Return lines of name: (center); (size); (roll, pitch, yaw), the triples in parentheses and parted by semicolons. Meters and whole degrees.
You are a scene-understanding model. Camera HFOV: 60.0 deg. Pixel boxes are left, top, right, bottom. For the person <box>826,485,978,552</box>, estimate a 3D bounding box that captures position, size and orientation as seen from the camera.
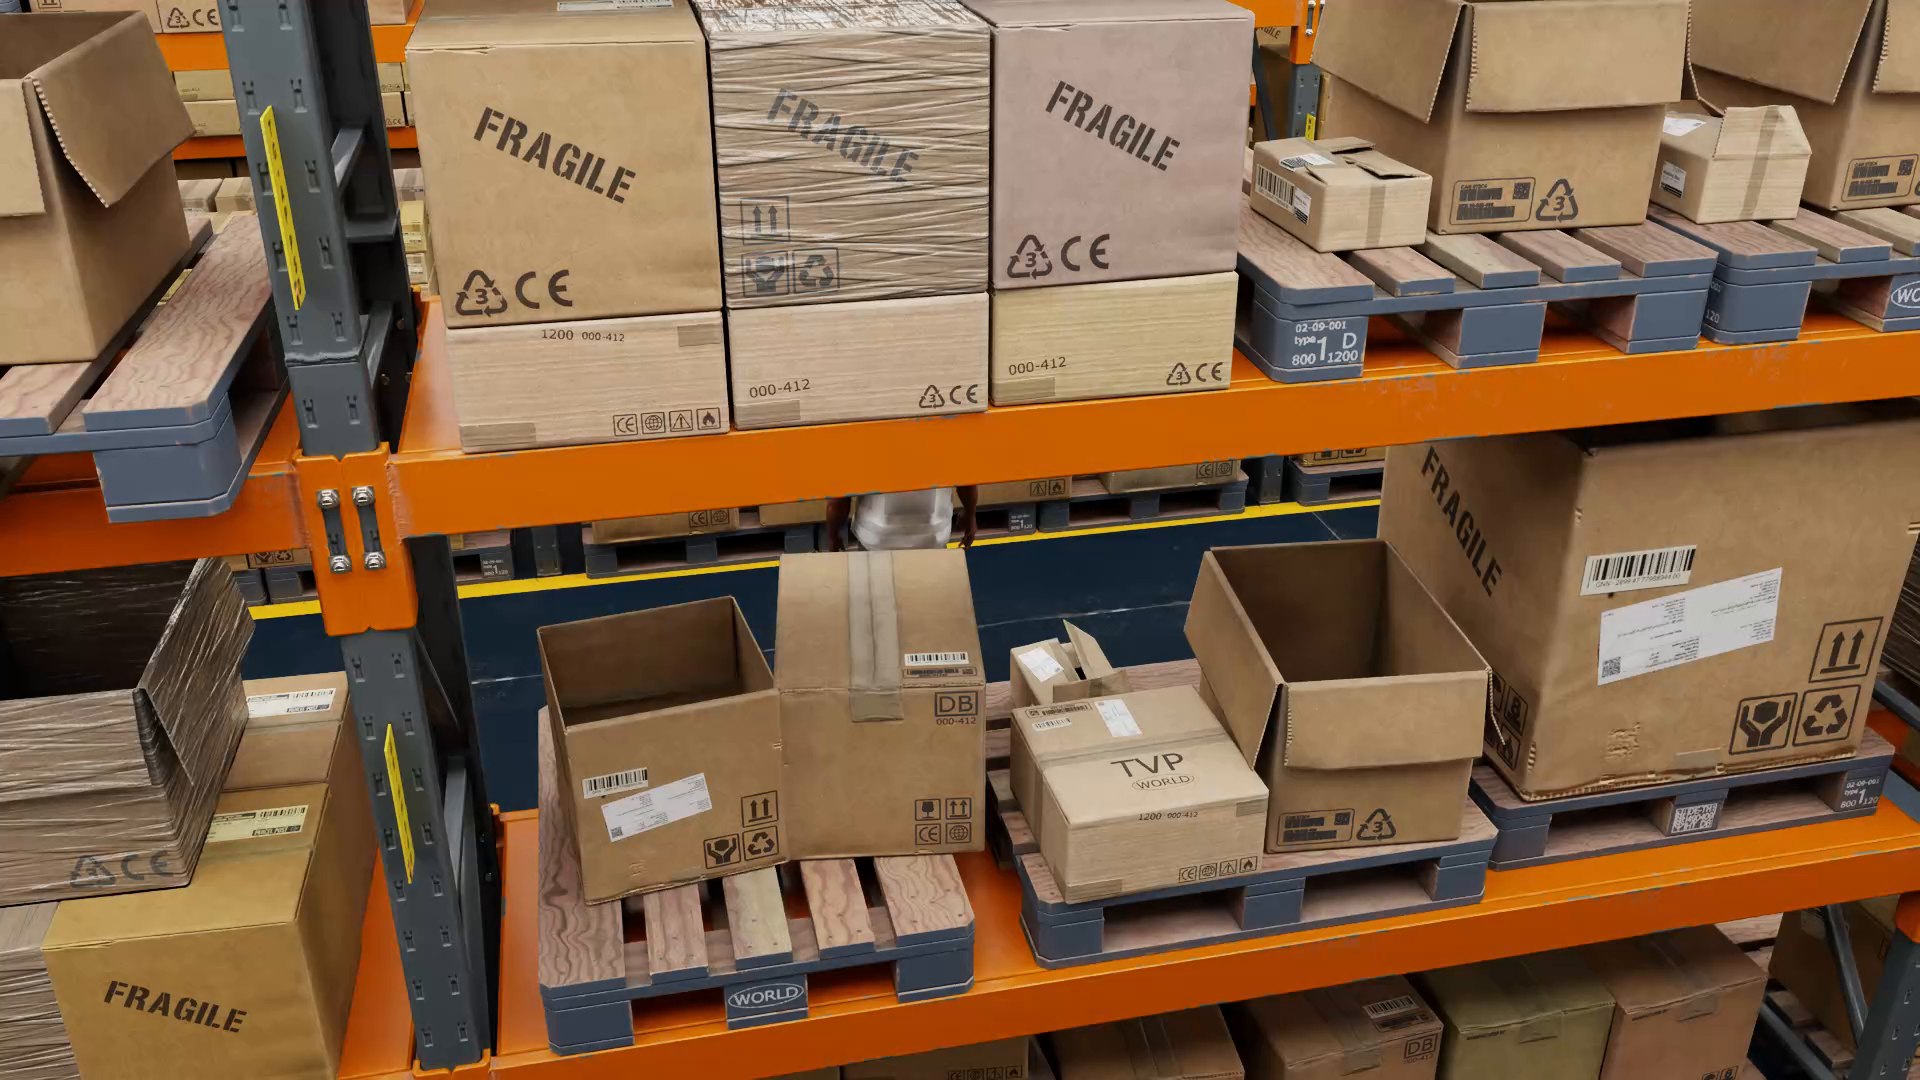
person: (-0.260, -0.063, 7.200); (0.665, 1.760, 0.576); (-6, 27, -12)
